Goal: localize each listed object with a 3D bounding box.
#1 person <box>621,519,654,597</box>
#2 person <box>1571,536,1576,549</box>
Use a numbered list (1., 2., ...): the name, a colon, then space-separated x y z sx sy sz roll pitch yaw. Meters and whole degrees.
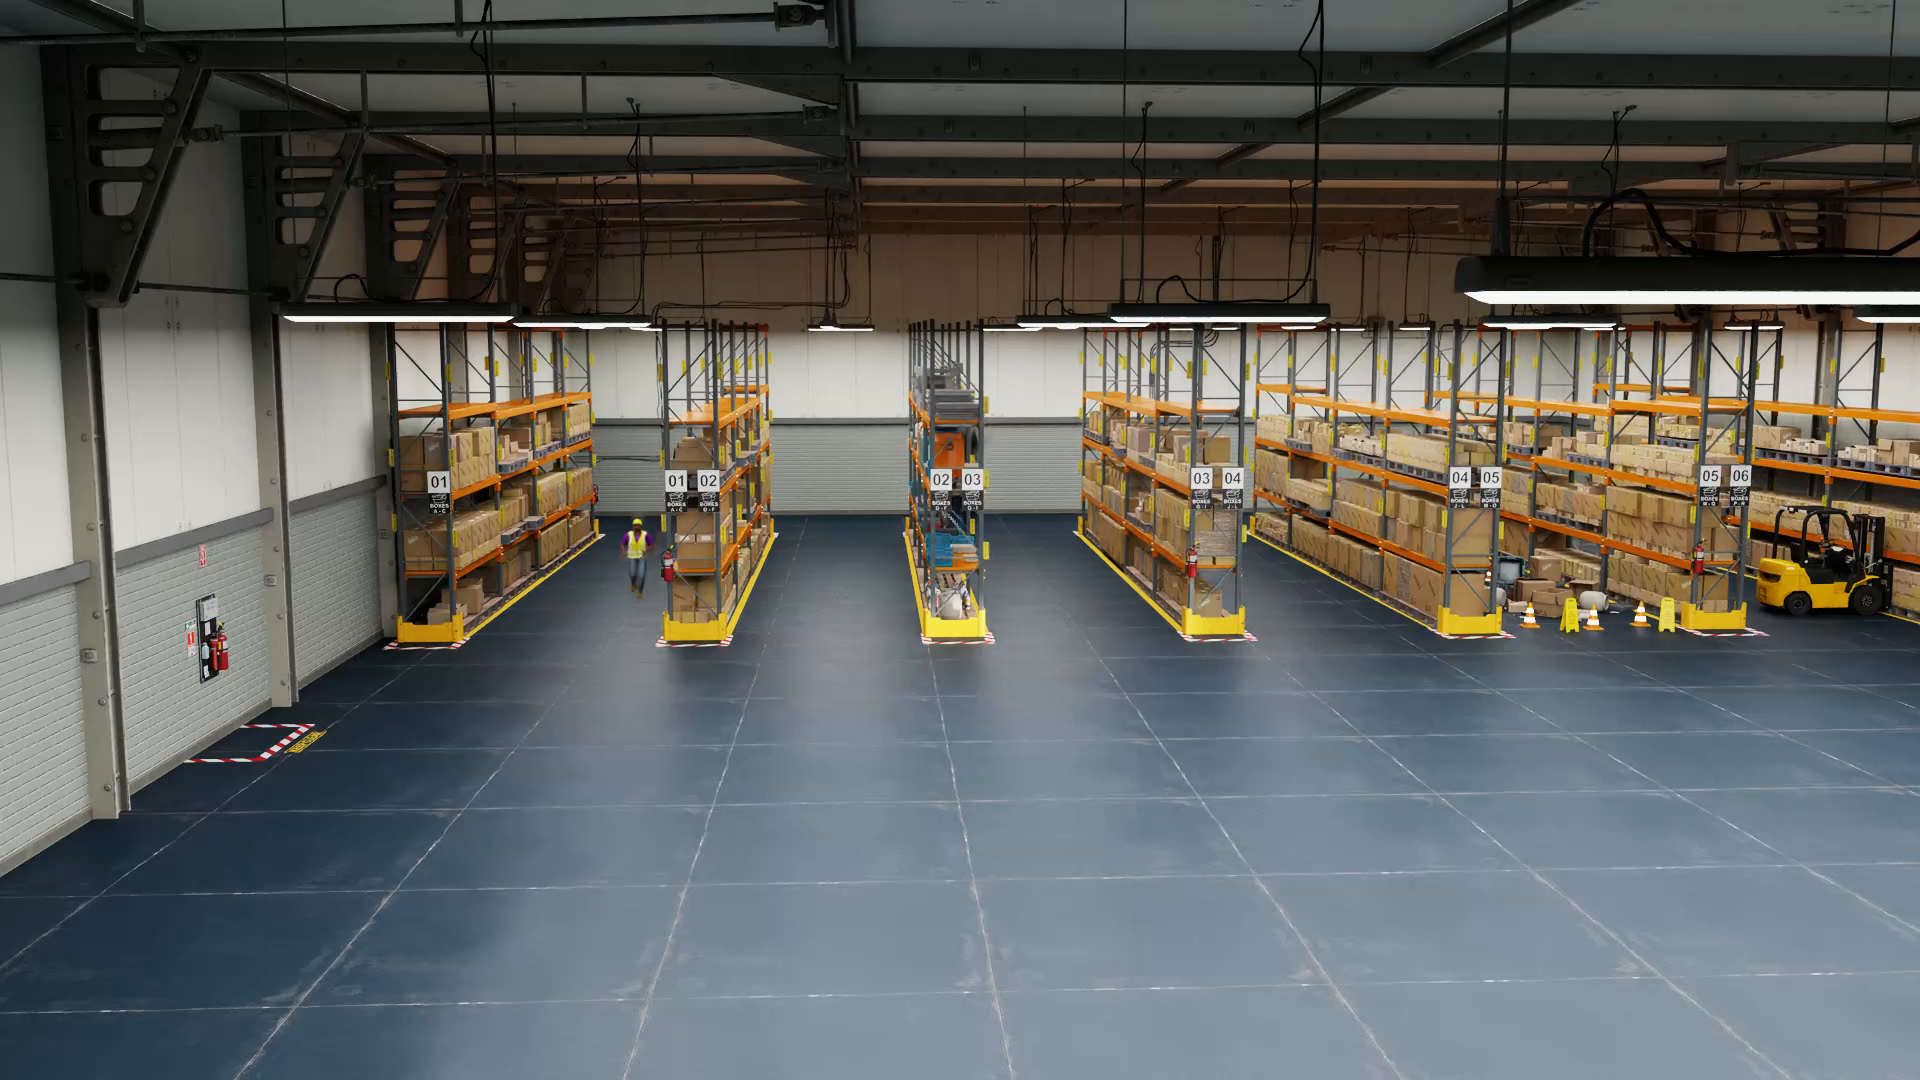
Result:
1. person: -7.022 0.402 36.190 0.705 1.722 0.578 -1 7 -9
2. person: 15.732 -0.386 42.684 0.597 1.747 0.718 -1 7 -6
